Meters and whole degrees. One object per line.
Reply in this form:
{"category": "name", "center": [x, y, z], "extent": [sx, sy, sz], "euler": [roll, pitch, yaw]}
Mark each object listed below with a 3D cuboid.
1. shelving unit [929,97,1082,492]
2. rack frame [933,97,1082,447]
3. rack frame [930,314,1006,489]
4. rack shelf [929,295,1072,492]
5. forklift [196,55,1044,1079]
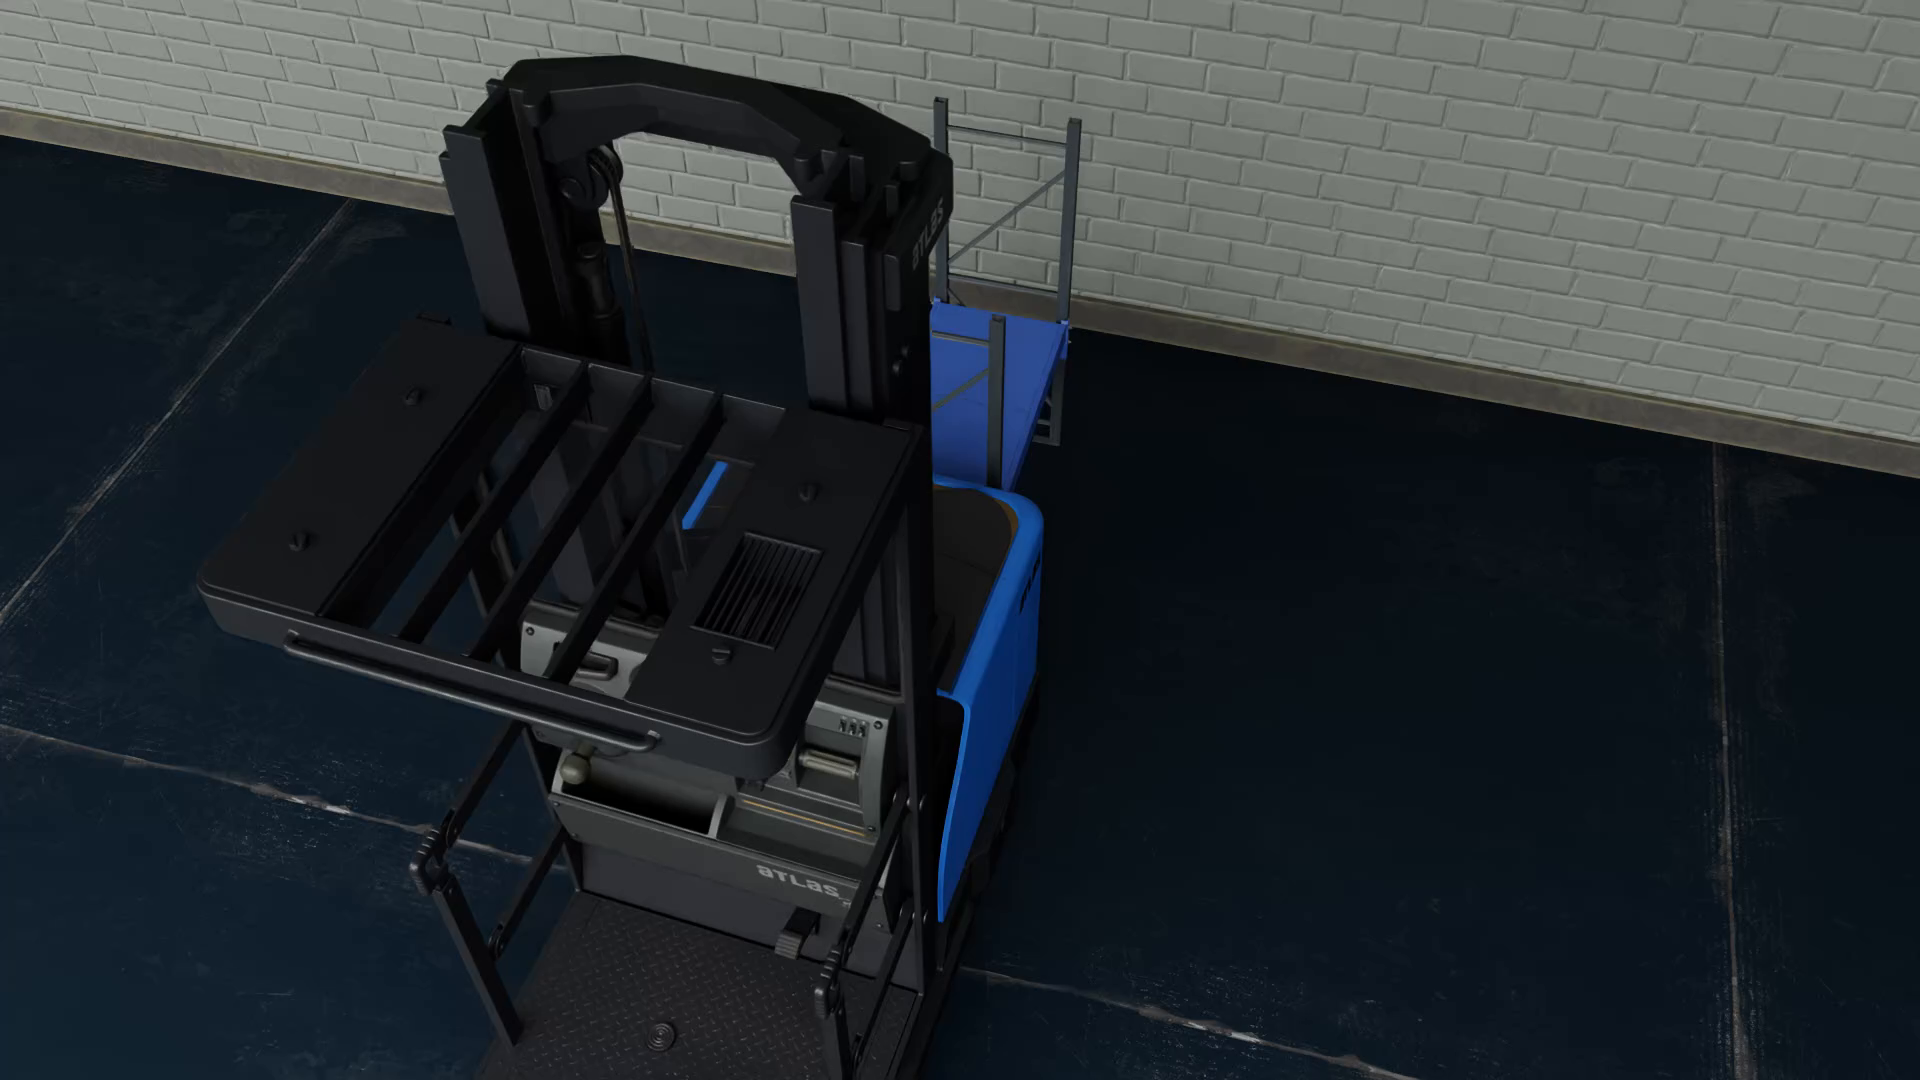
{"category": "shelving unit", "center": [0.022, -0.558, 5.742], "extent": [0.538, 1.500, 1.048], "euler": [12, 50, 10]}
{"category": "rack frame", "center": [0.156, -0.926, 6.067], "extent": [0.500, 1.500, 0.032], "euler": [12, 50, 10]}
{"category": "rack frame", "center": [-0.111, -0.190, 5.418], "extent": [0.500, 1.500, 0.032], "euler": [12, 50, 10]}
{"category": "rack shelf", "center": [0.022, -0.439, 5.877], "extent": [0.538, 0.185, 1.000], "euler": [12, 50, 10]}
{"category": "forklift", "center": [-0.676, 0.558, 3.803], "extent": [1.130, 2.935, 3.031], "euler": [14, 50, 12]}
